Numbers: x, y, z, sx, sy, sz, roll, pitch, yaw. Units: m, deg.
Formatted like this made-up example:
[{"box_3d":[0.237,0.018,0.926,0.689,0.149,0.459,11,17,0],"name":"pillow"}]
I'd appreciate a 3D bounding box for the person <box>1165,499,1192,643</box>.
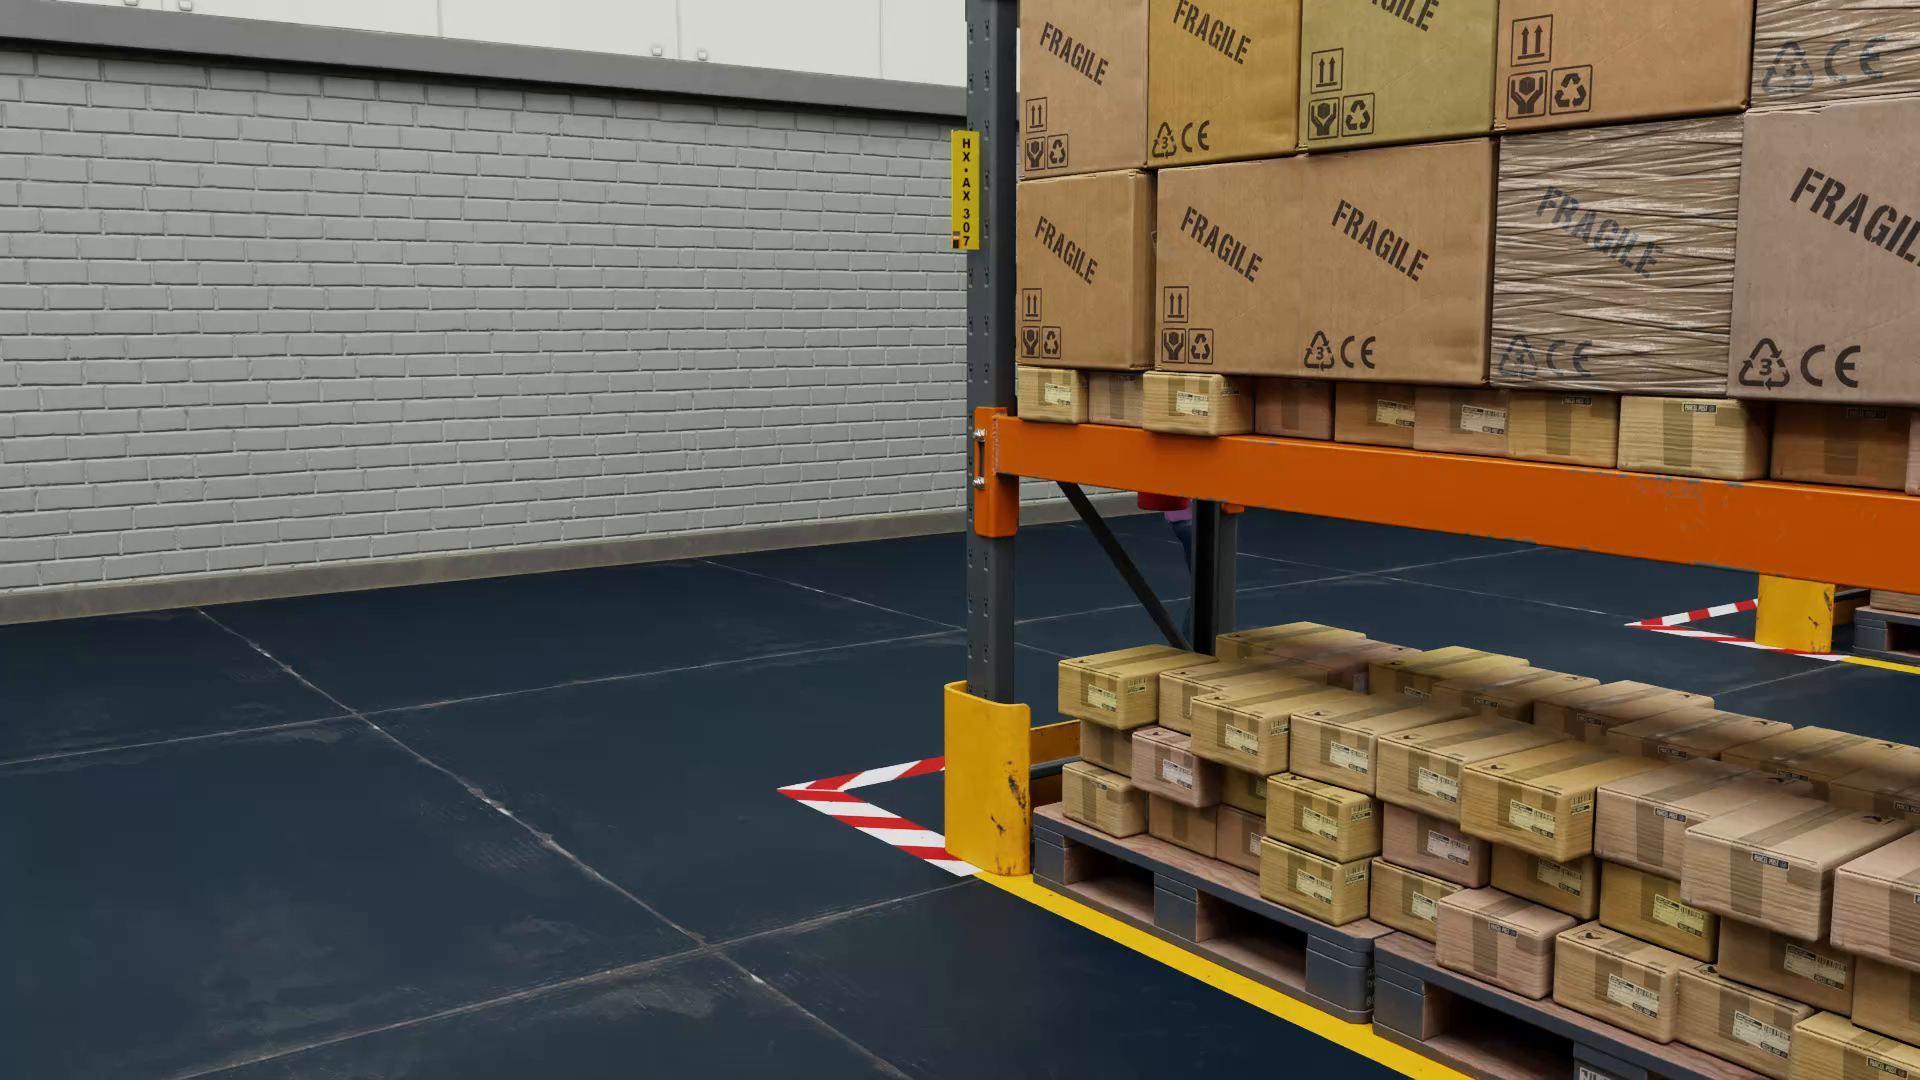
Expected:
[{"box_3d":[0.971,-0.089,6.490,0.347,1.592,0.465,1,8,10],"name":"person"}]
